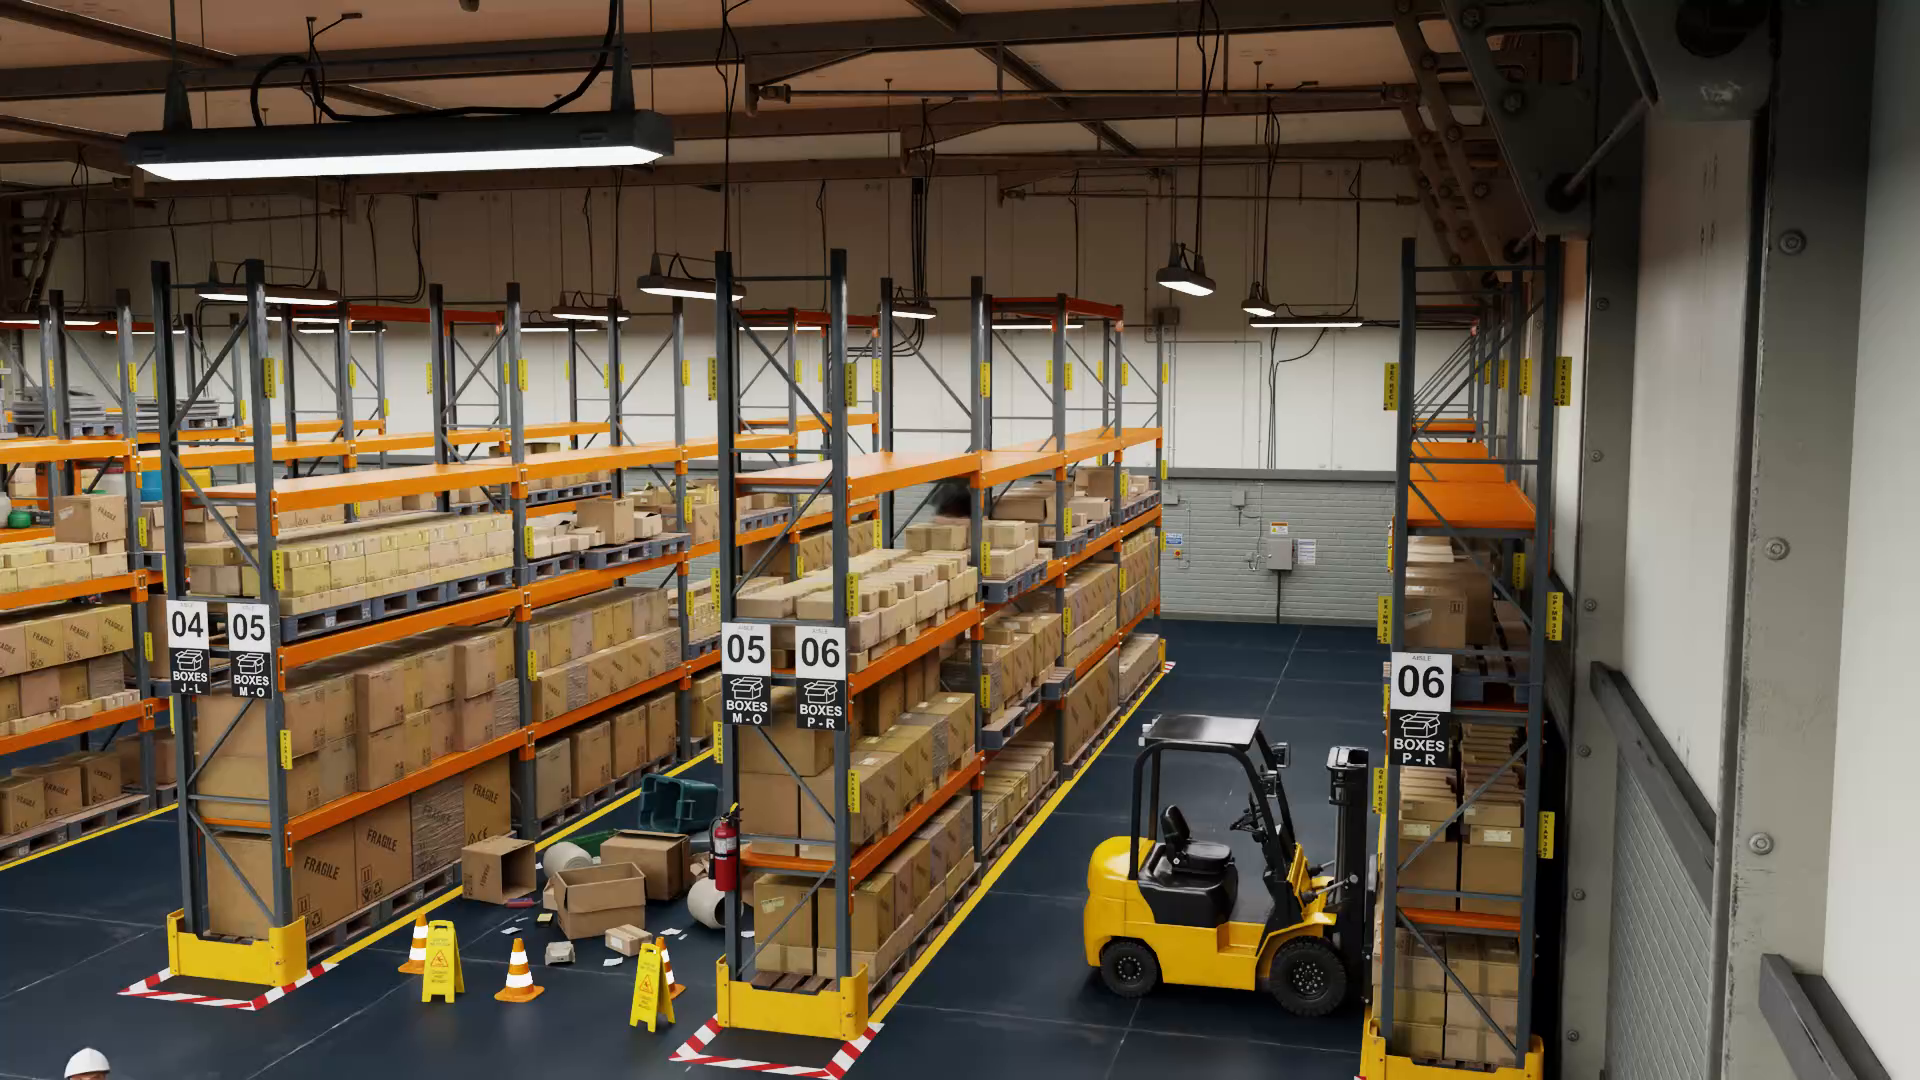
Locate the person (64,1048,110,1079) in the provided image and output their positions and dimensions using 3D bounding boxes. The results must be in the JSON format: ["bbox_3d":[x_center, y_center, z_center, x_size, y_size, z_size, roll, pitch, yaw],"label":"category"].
[{"bbox_3d":[-4.367,3.407,8.411,0.657,1.755,0.760,-3,7,-27],"label":"person"}]
